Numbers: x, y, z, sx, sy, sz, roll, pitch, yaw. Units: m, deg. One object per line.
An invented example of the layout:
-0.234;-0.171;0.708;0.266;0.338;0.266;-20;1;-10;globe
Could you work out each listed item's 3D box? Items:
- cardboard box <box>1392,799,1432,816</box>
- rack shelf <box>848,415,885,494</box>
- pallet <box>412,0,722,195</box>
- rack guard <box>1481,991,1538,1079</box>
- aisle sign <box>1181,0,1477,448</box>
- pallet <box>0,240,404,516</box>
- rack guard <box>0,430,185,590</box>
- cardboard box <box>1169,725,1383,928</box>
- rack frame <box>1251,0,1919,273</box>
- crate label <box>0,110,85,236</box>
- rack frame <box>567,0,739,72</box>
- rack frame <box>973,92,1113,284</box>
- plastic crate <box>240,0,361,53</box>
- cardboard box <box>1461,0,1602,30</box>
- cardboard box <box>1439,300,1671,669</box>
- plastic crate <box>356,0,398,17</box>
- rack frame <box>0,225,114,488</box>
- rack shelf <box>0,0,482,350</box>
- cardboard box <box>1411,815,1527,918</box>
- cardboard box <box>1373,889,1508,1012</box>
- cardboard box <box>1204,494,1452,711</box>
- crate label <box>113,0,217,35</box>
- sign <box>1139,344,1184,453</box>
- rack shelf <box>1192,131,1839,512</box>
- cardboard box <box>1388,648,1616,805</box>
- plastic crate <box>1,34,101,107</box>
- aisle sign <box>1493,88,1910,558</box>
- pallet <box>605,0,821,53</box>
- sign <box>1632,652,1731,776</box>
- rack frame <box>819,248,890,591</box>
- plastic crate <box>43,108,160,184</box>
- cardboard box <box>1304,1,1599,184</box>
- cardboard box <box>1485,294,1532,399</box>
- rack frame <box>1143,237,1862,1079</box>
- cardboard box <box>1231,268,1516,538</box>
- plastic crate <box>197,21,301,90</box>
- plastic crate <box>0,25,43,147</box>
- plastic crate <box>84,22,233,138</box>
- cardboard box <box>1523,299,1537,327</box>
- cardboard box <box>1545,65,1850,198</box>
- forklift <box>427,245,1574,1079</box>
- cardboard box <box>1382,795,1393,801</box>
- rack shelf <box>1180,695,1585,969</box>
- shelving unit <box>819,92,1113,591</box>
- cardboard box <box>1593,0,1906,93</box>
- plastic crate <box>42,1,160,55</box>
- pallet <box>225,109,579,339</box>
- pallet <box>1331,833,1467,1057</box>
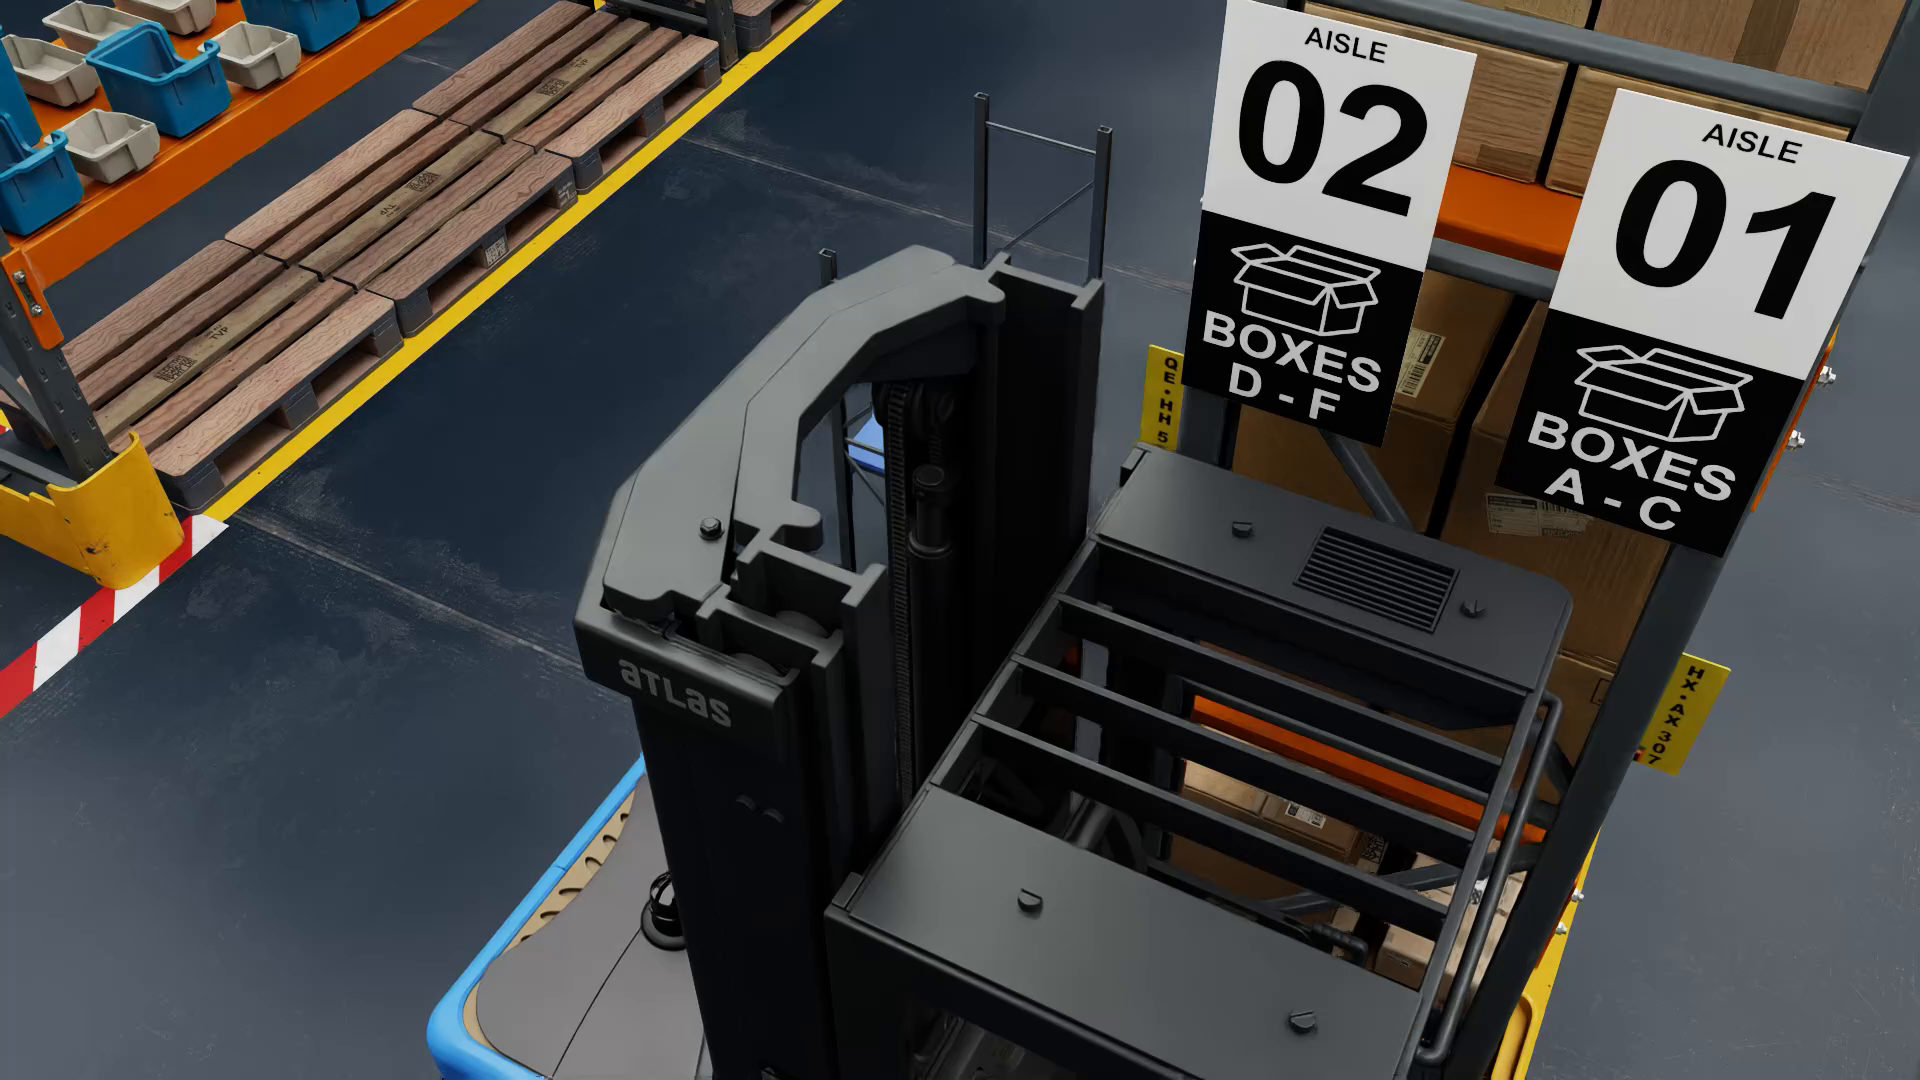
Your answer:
1.633;0.710;5.063;0.500;0.250;0.500;20;49;19;cardboard box
0.040;-0.455;5.898;0.538;0.185;1.000;20;49;19;rack shelf
-1.938;-2.239;8.314;1.003;0.211;1.213;20;49;19;pallet
0.933;1.293;4.620;1.175;0.500;0.348;20;49;19;rack guard
0.594;-0.510;2.817;0.394;0.787;0.004;20;49;19;aisle sign
-3.071;-0.702;6.795;1.003;0.211;1.213;20;49;19;pallet
-3.488;-0.277;6.173;1.175;0.500;0.348;20;49;19;rack guard
0.932;0.763;4.835;0.500;0.500;0.500;20;49;19;cardboard box
0.897;-1.646;1.550;1.000;3.000;0.127;20;49;19;rack frame
-3.082;-1.184;5.387;0.416;0.233;0.303;20;49;19;crate label
-1.631;-3.695;7.793;1.000;3.000;0.127;20;49;19;rack frame
0.276;-0.901;6.086;0.500;1.500;0.032;20;49;19;rack frame
-2.471;-2.014;6.207;0.416;0.233;0.300;20;49;19;plastic crate
0.910;-1.123;2.896;0.500;0.250;0.500;20;49;19;cardboard box
1.337;-0.117;3.483;0.500;0.500;0.500;22;49;20;cardboard box
-2.332;-2.203;6.394;0.416;0.233;0.300;20;49;19;plastic crate
-3.488;-1.175;5.303;1.000;3.000;0.127;20;49;19;rack frame
-2.560;-2.182;6.804;1.077;0.370;4.000;20;49;19;rack shelf
1.512;0.996;4.839;0.380;0.166;0.250;20;49;19;cardboard box
1.396;1.160;4.690;0.380;0.149;0.250;20;49;19;cardboard box
0.864;0.055;4.016;0.500;0.500;0.500;22;49;20;cardboard box
-3.015;-2.039;6.299;0.396;0.136;0.243;20;49;19;crate label
0.415;-0.252;3.353;0.100;0.325;0.005;20;49;19;sign
1.826;-1.599;4.118;1.077;0.370;4.000;20;49;19;rack shelf
1.337;0.235;3.839;0.500;0.500;0.500;21;49;20;cardboard box
-3.270;-1.677;5.942;0.396;0.136;0.243;20;49;19;plastic crate
1.126;-0.311;2.621;0.394;0.787;0.004;20;49;19;aisle sign
-1.236;-3.187;9.252;1.003;0.211;1.213;20;49;19;pallet
1.378;0.337;3.199;0.100;0.325;0.005;20;49;19;sign
-0.196;-0.261;5.453;0.500;1.500;0.032;20;49;19;rack frame
-2.860;-1.325;5.594;0.250;0.136;0.298;20;49;19;plastic crate
0.902;-0.950;3.076;0.500;0.250;0.500;20;49;19;cardboard box
1.094;-0.614;3.974;0.500;0.500;0.500;22;49;20;cardboard box
0.897;0.462;3.684;1.000;3.000;0.127;20;49;19;rack frame
0.860;-0.295;3.660;0.500;0.500;0.500;20;49;19;cardboard box
-2.545;-1.753;6.016;0.250;0.136;0.298;20;49;19;plastic crate
-3.498;-1.481;5.538;0.616;0.435;0.499;20;49;19;plastic crate
-2.776;-1.599;5.797;0.416;0.233;0.300;20;49;19;plastic crate
1.573;-0.449;3.811;0.500;0.500;0.500;21;49;19;cardboard box
1.361;-0.779;2.907;0.500;0.250;0.500;20;49;19;cardboard box
0.339;0.986;3.215;3.031;2.935;1.130;20;49;19;forklift
1.199;0.654;5.177;0.380;0.166;0.250;20;49;19;cardboard box
1.826;-0.545;5.185;1.077;0.370;4.000;20;49;19;rack shelf
0.040;-0.581;5.770;0.538;1.500;1.048;20;49;19;shelving unit
1.366;-0.953;2.728;0.500;0.250;0.500;20;49;19;cardboard box
-3.123;-1.855;6.118;0.396;0.136;0.243;20;49;19;plastic crate
-2.504;-1.468;7.552;1.003;0.211;1.213;20;49;19;pallet
1.302;0.892;5.220;1.003;0.211;1.213;20;49;19;pallet
